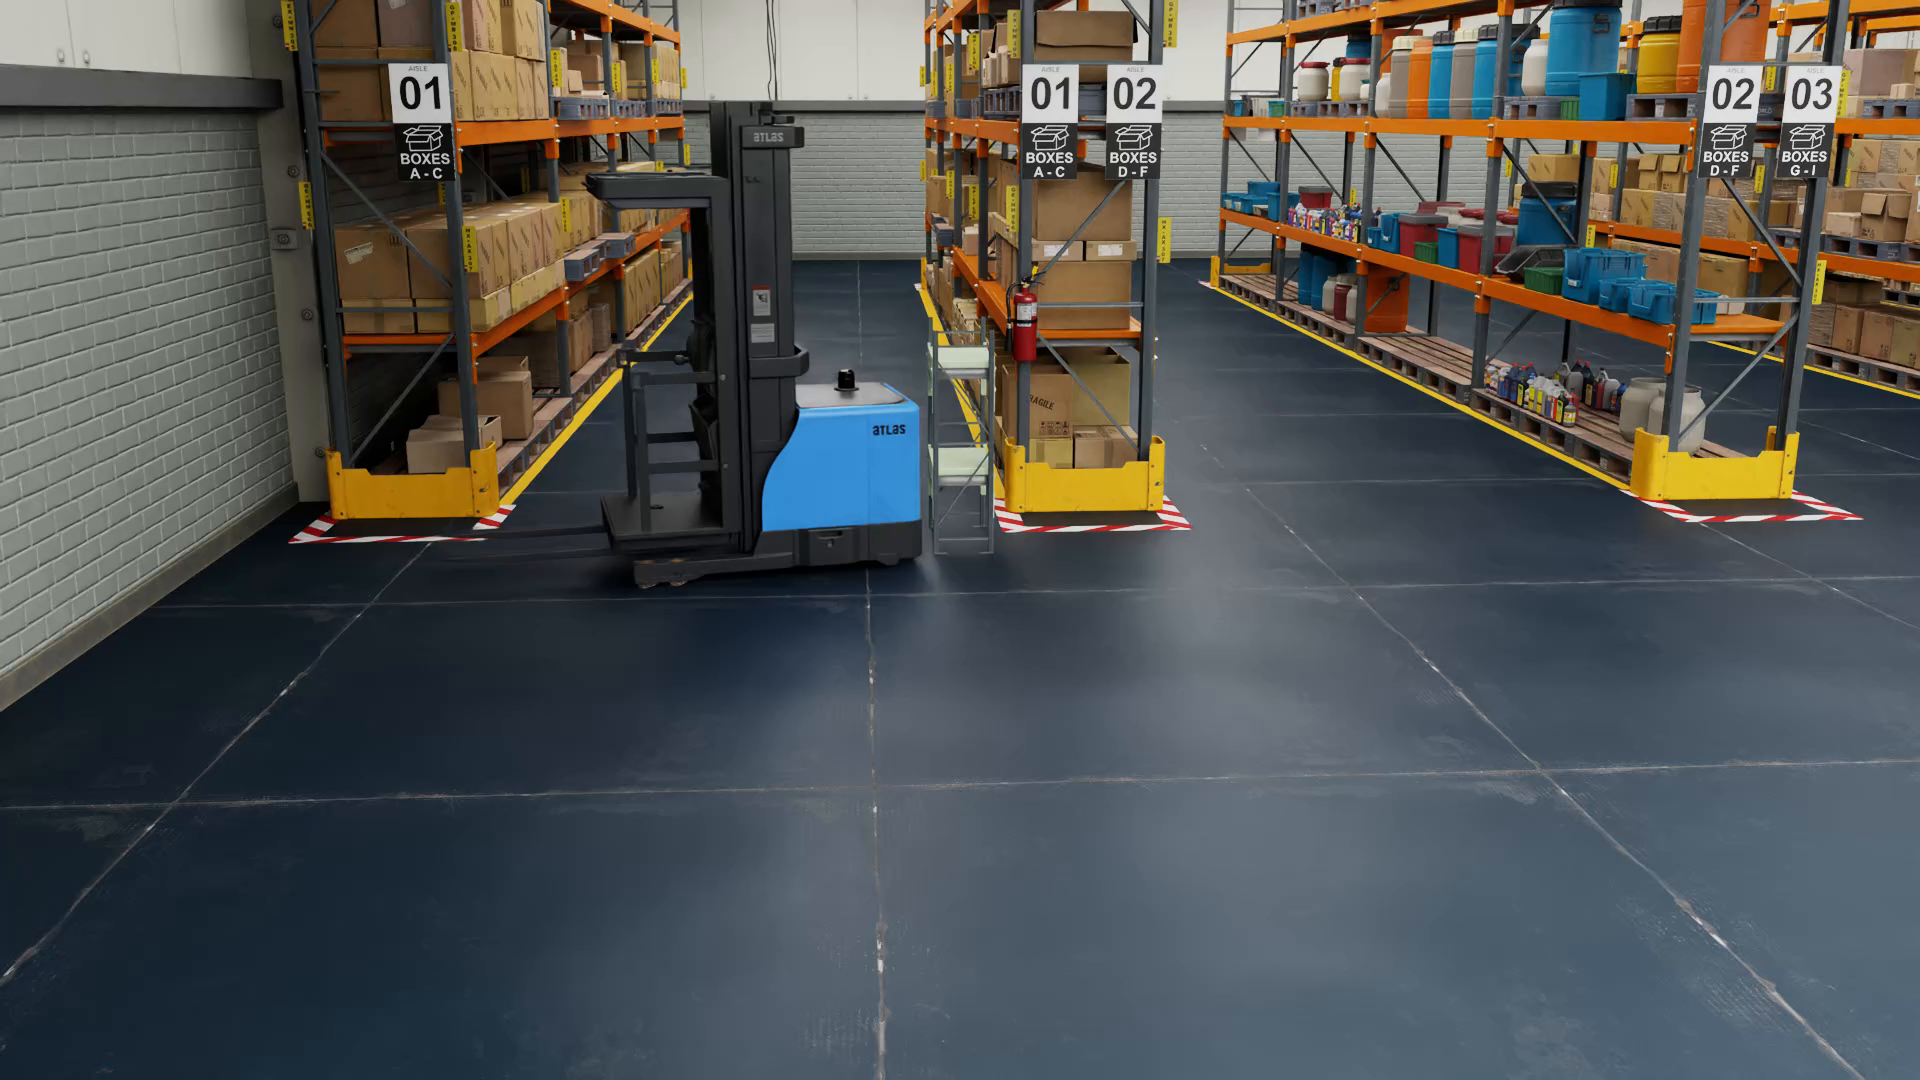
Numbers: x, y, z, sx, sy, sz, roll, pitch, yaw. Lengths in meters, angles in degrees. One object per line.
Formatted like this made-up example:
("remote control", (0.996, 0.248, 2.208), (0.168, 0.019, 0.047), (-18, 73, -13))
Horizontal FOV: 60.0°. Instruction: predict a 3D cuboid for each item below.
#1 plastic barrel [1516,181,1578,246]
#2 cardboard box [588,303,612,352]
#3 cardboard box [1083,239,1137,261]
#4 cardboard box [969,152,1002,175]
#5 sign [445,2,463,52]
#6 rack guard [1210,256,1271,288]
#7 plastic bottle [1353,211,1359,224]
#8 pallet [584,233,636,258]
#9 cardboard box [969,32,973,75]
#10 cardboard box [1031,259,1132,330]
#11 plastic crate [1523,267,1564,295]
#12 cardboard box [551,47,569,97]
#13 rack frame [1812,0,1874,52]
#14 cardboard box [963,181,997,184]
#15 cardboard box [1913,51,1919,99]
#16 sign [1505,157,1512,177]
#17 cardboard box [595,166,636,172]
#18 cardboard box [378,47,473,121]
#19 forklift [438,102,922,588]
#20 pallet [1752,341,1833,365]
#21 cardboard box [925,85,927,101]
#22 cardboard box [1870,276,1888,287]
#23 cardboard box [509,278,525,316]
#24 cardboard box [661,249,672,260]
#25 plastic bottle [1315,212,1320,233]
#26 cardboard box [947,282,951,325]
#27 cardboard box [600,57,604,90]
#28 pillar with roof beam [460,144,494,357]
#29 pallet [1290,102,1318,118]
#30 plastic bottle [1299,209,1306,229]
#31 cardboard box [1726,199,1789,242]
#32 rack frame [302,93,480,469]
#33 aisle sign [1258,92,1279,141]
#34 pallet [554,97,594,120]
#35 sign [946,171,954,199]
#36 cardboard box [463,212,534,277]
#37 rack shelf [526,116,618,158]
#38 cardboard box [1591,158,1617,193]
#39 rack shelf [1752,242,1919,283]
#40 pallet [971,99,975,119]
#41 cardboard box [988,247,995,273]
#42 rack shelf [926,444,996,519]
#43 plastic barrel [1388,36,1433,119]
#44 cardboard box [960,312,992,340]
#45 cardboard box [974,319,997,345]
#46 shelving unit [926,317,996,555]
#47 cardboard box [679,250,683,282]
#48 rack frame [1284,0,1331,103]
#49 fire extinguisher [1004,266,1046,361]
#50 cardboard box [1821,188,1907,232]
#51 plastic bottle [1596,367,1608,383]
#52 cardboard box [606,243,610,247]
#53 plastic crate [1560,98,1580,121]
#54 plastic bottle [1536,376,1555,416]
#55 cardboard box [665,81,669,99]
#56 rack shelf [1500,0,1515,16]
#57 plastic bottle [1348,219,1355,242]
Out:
("plastic barrel", (5.900, -3.127, 16.654), (0.600, 0.901, 0.708), (-1, 14, -3))
("cardboard box", (-4.417, -2.450, 19.161), (0.700, 0.500, 0.500), (-1, 14, -3))
("cardboard box", (1.116, -2.177, 12.464), (0.380, 0.149, 0.250), (-1, 14, -4))
("cardboard box", (0.401, -5.480, 24.598), (0.500, 0.500, 0.500), (-1, 14, -5))
("sign", (-3.477, -3.520, 11.414), (0.100, 0.325, 0.005), (-1, 14, -3))
("rack guard", (4.864, -4.563, 28.258), (1.175, 0.500, 0.348), (-1, 14, -3))
("plastic bottle", (5.412, -4.361, 22.716), (0.097, 0.271, 0.097), (0, 14, 0))
("pallet", (-4.364, -3.357, 18.938), (1.213, 0.211, 1.003), (-1, 14, -3))
("cardboard box", (0.378, -5.924, 20.302), (0.500, 0.500, 0.500), (-1, 14, -3))
("cardboard box", (0.909, -1.878, 12.605), (0.700, 0.500, 0.500), (-1, 14, -3))
("plastic crate", (5.424, -2.339, 15.022), (0.450, 0.188, 0.662), (-1, 14, -3))
("cardboard box", (-4.297, -4.779, 17.017), (0.500, 0.500, 0.500), (-1, 14, -5))
("rack frame", (14.778, -8.801, 27.674), (1.000, 3.000, 0.127), (-1, 14, -3))
("cardboard box", (0.412, -4.340, 21.330), (0.700, 0.500, 0.500), (2, 15, 7))
("cardboard box", (10.576, -4.919, 17.554), (0.797, 0.503, 0.637), (0, 14, -1))
("sign", (9.267, -6.295, 28.076), (0.100, 0.325, 0.005), (-1, 14, -3))
("cardboard box", (-4.354, -4.566, 20.908), (0.500, 0.250, 0.500), (-1, 14, -3))
("cardboard box", (-3.790, -3.234, 11.814), (0.500, 0.500, 0.500), (-1, 14, -2))
("forklift", (-1.821, -1.266, 10.563), (3.031, 2.935, 1.130), (-4, 15, -15))
("pallet", (10.364, -2.310, 20.081), (1.003, 0.211, 1.213), (-1, 14, -3))
("cardboard box", (-0.294, -7.183, 26.701), (0.500, 0.250, 0.500), (-1, 14, -3))
("cardboard box", (14.598, -4.073, 26.217), (0.380, 0.149, 0.250), (-1, 14, -4))
("cardboard box", (-3.804, -1.955, 13.365), (0.500, 0.250, 0.500), (-1, 14, -4))
("cardboard box", (-4.578, -4.332, 25.217), (0.380, 0.149, 0.250), (-1, 14, -5))
("plastic bottle", (4.826, -4.273, 22.371), (0.097, 0.271, 0.097), (0, 14, 0))
("cardboard box", (0.106, -3.063, 21.545), (0.500, 0.500, 0.500), (-1, 14, -5))
("cardboard box", (-4.687, -5.590, 20.130), (0.700, 0.500, 0.500), (-2, 15, -7))
("pillar with roof beam", (-1.000, -6.261, 17.799), (9.100, 9.000, 0.400), (-1, 14, -3))
("pallet", (5.272, -5.941, 22.956), (1.213, 0.211, 1.003), (-1, 14, -3))
("plastic bottle", (4.777, -4.470, 23.136), (0.097, 0.271, 0.097), (0, 14, 0))
("cardboard box", (10.040, -4.022, 20.938), (0.500, 0.500, 0.500), (0, 14, -2))
("rack frame", (-4.018, -1.636, 11.864), (1.000, 3.000, 0.127), (-1, 14, -3))
("aisle sign", (5.166, -7.049, 27.687), (0.394, 0.787, 0.004), (-1, 14, -3))
("pallet", (-4.198, -4.147, 15.983), (1.213, 0.211, 1.003), (-1, 14, -3))
("sign", (-0.111, -4.214, 19.722), (0.100, 0.325, 0.005), (-1, 14, -3))
("cardboard box", (-3.838, -2.439, 13.743), (0.500, 0.500, 0.500), (0, 14, -2))
("rack shelf", (-4.390, -4.232, 17.380), (1.077, 0.370, 4.000), (-1, 14, -3))
("cardboard box", (9.747, -5.519, 25.156), (0.500, 0.500, 0.500), (-1, 14, -3))
("rack shelf", (10.441, -3.009, 18.645), (1.077, 0.370, 4.000), (-1, 14, -3))
("pallet", (0.633, -4.619, 17.816), (1.003, 0.211, 1.213), (0, 14, -1))
("cardboard box", (0.440, -2.859, 16.887), (0.396, 0.266, 0.258), (-1, 14, -5))
("rack shelf", (0.000, -0.409, 11.414), (0.431, 0.370, 0.720), (-1, 14, -3))
("plastic barrel", (5.208, -5.266, 18.948), (0.600, 0.901, 0.600), (0, 14, 0))
("cardboard box", (0.272, -2.326, 18.097), (0.500, 0.311, 0.500), (-1, 14, -4))
("cardboard box", (0.394, -1.823, 15.761), (0.500, 0.500, 0.500), (-1, 14, -3))
("shelving unit", (0.000, -0.725, 11.333), (0.431, 1.500, 0.755), (-1, 14, -3))
("cardboard box", (-4.867, -4.435, 26.918), (0.700, 0.500, 0.500), (-1, 14, -3))
("rack frame", (5.126, -7.678, 23.310), (1.000, 3.000, 0.127), (-1, 14, -3))
("fire extinguisher", (0.469, -1.639, 12.033), (0.296, 0.674, 0.183), (-1, 14, -3))
("cardboard box", (10.525, -3.836, 19.371), (0.700, 0.500, 0.500), (1, 14, 5))
("plastic bottle", (5.981, -1.430, 15.497), (0.144, 0.351, 0.185), (-1, 14, -4))
("cardboard box", (-4.303, -3.599, 19.958), (0.380, 0.149, 0.250), (-1, 14, -4))
("plastic crate", (5.448, -3.737, 14.436), (0.336, 0.188, 0.450), (-1, 14, -3))
("plastic bottle", (5.307, -1.308, 15.022), (0.144, 0.351, 0.185), (0, 14, -1))
("cardboard box", (-4.598, -6.682, 24.716), (0.500, 0.250, 0.500), (-1, 14, -5))
("rack shelf", (5.746, -4.649, 13.784), (1.077, 0.370, 4.000), (-1, 14, -3))
("plastic bottle", (4.909, -3.873, 20.794), (0.061, 0.283, 0.133), (-1, 14, -3))
